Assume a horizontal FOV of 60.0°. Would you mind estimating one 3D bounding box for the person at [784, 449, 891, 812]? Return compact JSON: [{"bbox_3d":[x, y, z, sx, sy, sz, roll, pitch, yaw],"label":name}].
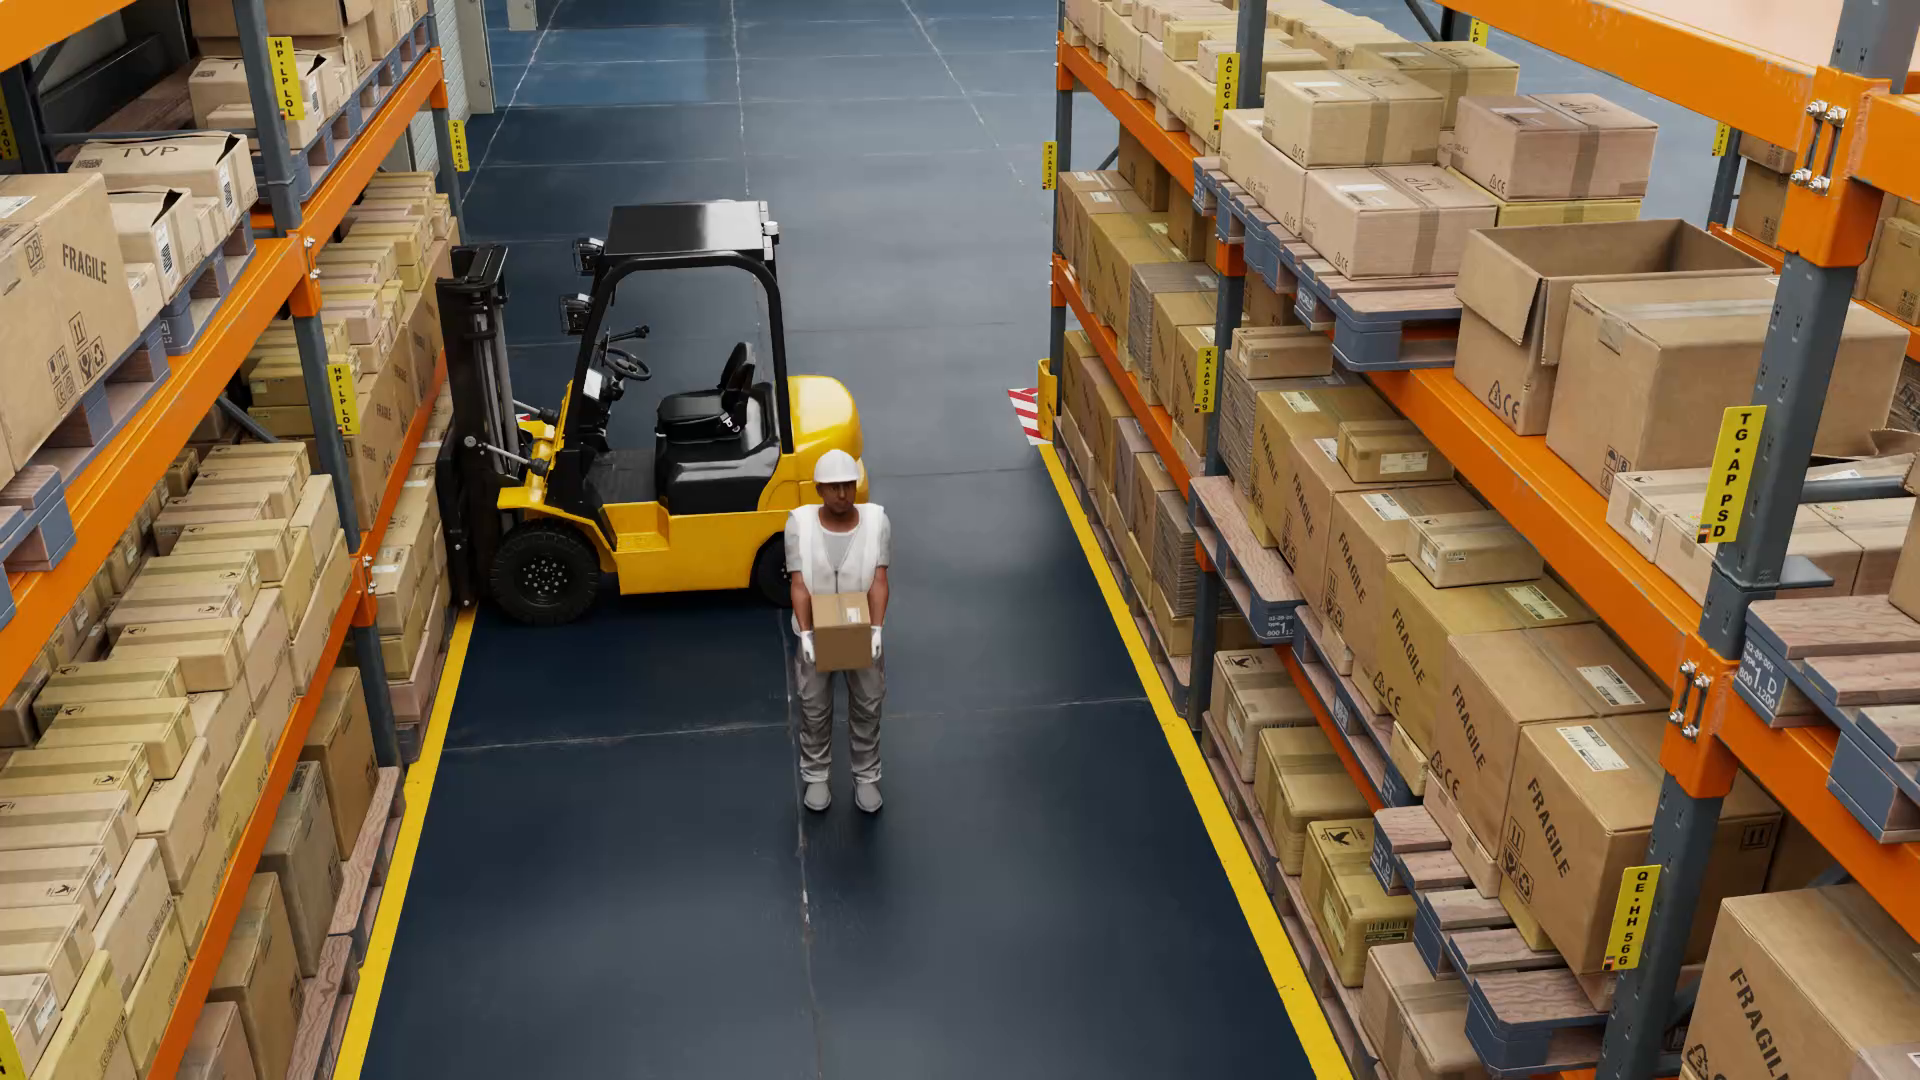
[{"bbox_3d":[-0.540,0.471,7.674,0.487,1.777,0.584,-3,27,-7],"label":"person"}]
